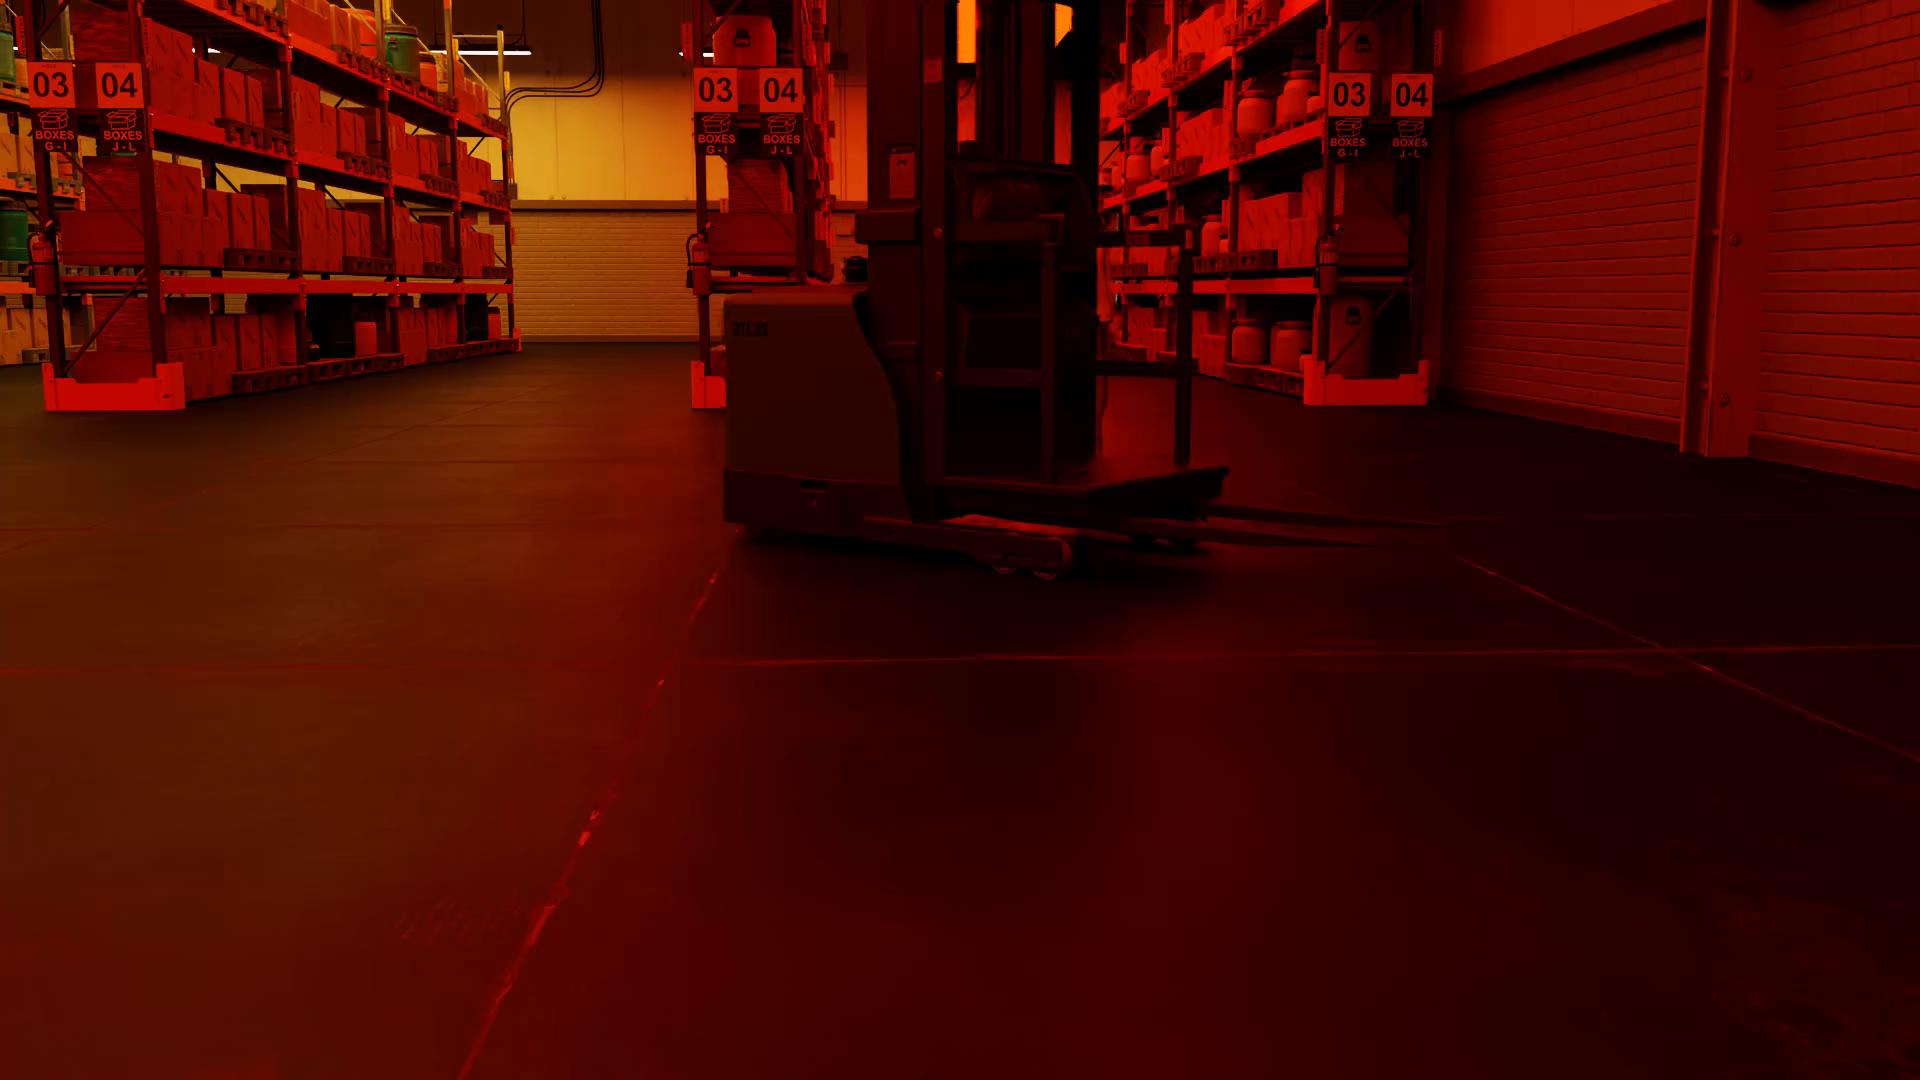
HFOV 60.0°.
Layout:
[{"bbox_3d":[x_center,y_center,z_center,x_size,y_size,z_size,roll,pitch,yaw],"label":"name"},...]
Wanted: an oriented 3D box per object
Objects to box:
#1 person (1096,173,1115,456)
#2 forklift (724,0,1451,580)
[{"bbox_3d":[0.765,-1.204,9.375,0.549,1.775,0.679,3,9,17],"label":"person"},{"bbox_3d":[0.430,-1.387,6.671,3.031,2.935,1.130,6,11,37],"label":"forklift"}]
